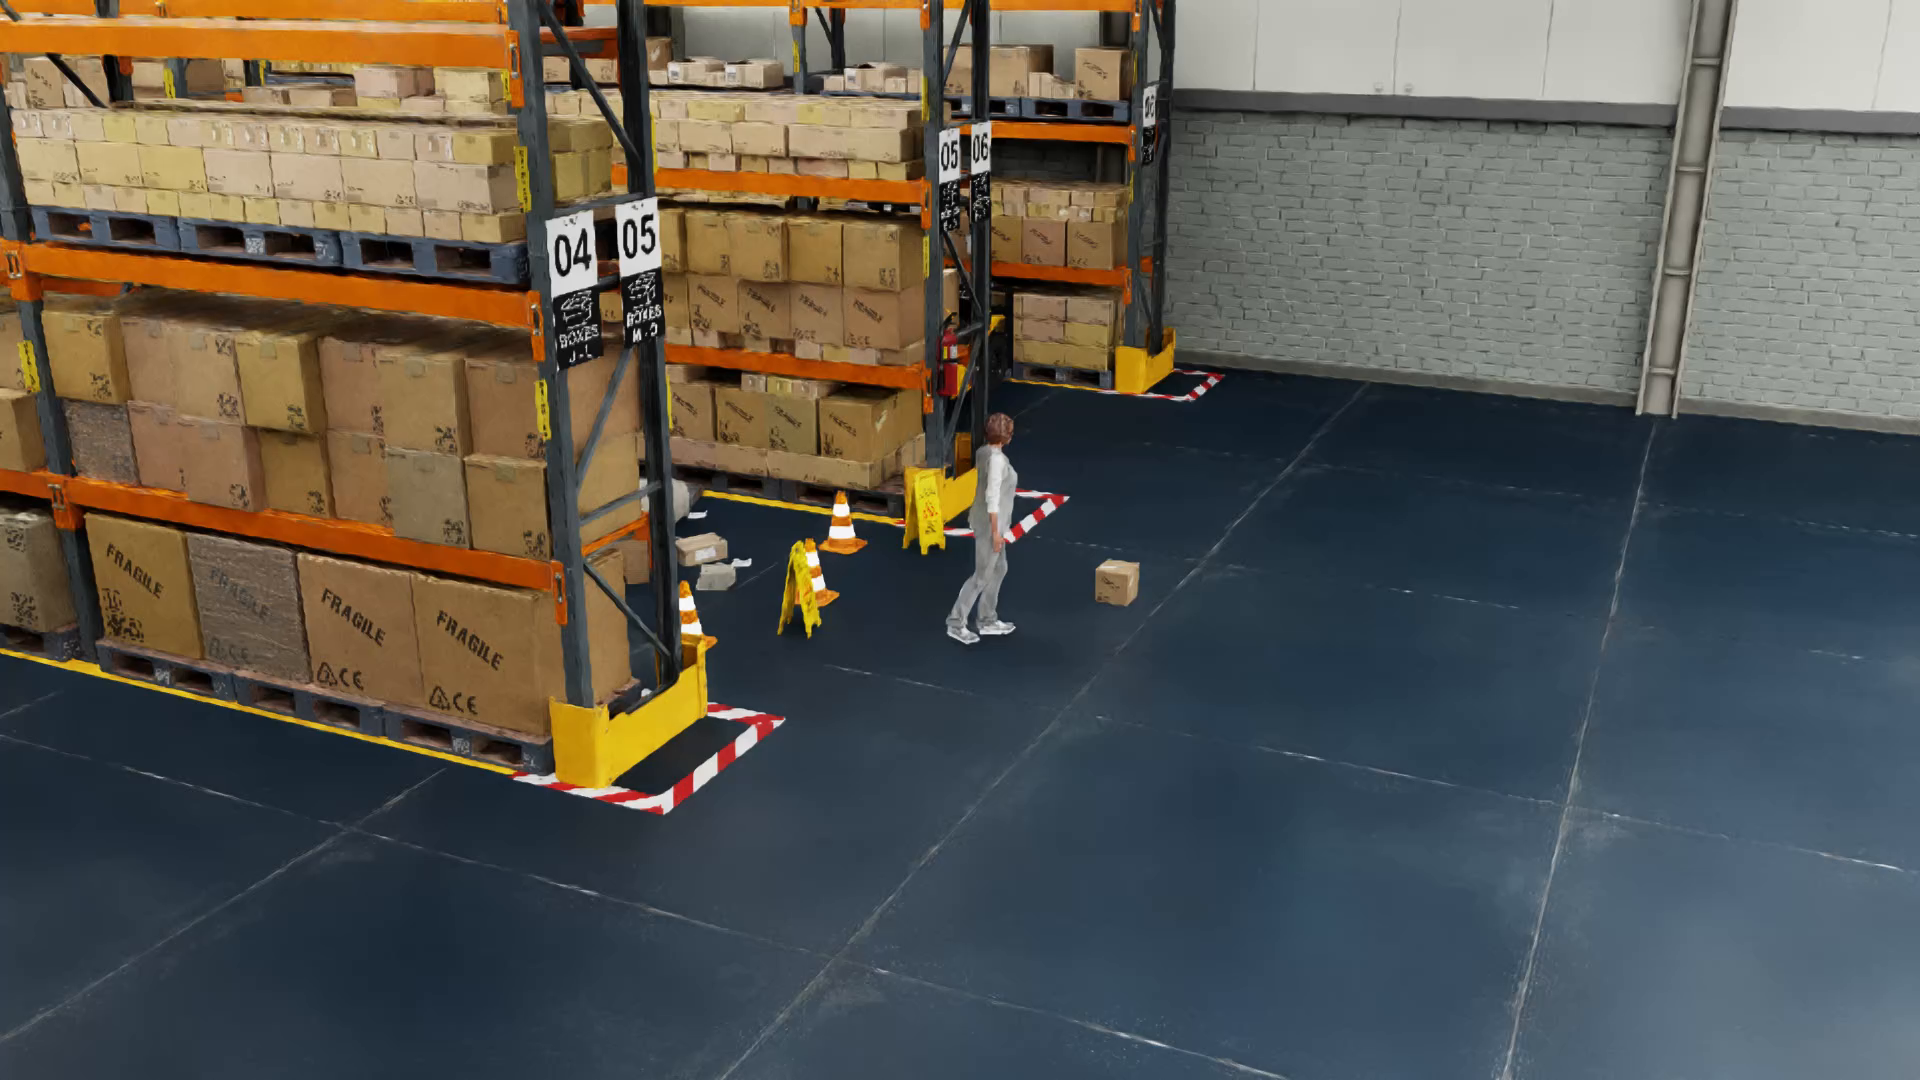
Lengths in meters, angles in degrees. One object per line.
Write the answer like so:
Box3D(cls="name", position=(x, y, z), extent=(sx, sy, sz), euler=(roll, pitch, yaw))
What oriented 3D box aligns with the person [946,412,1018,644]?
Box3D(cls="person", position=(0.145, -0.082, 11.324), extent=(0.499, 1.586, 0.467), euler=(-2, 19, -7))
